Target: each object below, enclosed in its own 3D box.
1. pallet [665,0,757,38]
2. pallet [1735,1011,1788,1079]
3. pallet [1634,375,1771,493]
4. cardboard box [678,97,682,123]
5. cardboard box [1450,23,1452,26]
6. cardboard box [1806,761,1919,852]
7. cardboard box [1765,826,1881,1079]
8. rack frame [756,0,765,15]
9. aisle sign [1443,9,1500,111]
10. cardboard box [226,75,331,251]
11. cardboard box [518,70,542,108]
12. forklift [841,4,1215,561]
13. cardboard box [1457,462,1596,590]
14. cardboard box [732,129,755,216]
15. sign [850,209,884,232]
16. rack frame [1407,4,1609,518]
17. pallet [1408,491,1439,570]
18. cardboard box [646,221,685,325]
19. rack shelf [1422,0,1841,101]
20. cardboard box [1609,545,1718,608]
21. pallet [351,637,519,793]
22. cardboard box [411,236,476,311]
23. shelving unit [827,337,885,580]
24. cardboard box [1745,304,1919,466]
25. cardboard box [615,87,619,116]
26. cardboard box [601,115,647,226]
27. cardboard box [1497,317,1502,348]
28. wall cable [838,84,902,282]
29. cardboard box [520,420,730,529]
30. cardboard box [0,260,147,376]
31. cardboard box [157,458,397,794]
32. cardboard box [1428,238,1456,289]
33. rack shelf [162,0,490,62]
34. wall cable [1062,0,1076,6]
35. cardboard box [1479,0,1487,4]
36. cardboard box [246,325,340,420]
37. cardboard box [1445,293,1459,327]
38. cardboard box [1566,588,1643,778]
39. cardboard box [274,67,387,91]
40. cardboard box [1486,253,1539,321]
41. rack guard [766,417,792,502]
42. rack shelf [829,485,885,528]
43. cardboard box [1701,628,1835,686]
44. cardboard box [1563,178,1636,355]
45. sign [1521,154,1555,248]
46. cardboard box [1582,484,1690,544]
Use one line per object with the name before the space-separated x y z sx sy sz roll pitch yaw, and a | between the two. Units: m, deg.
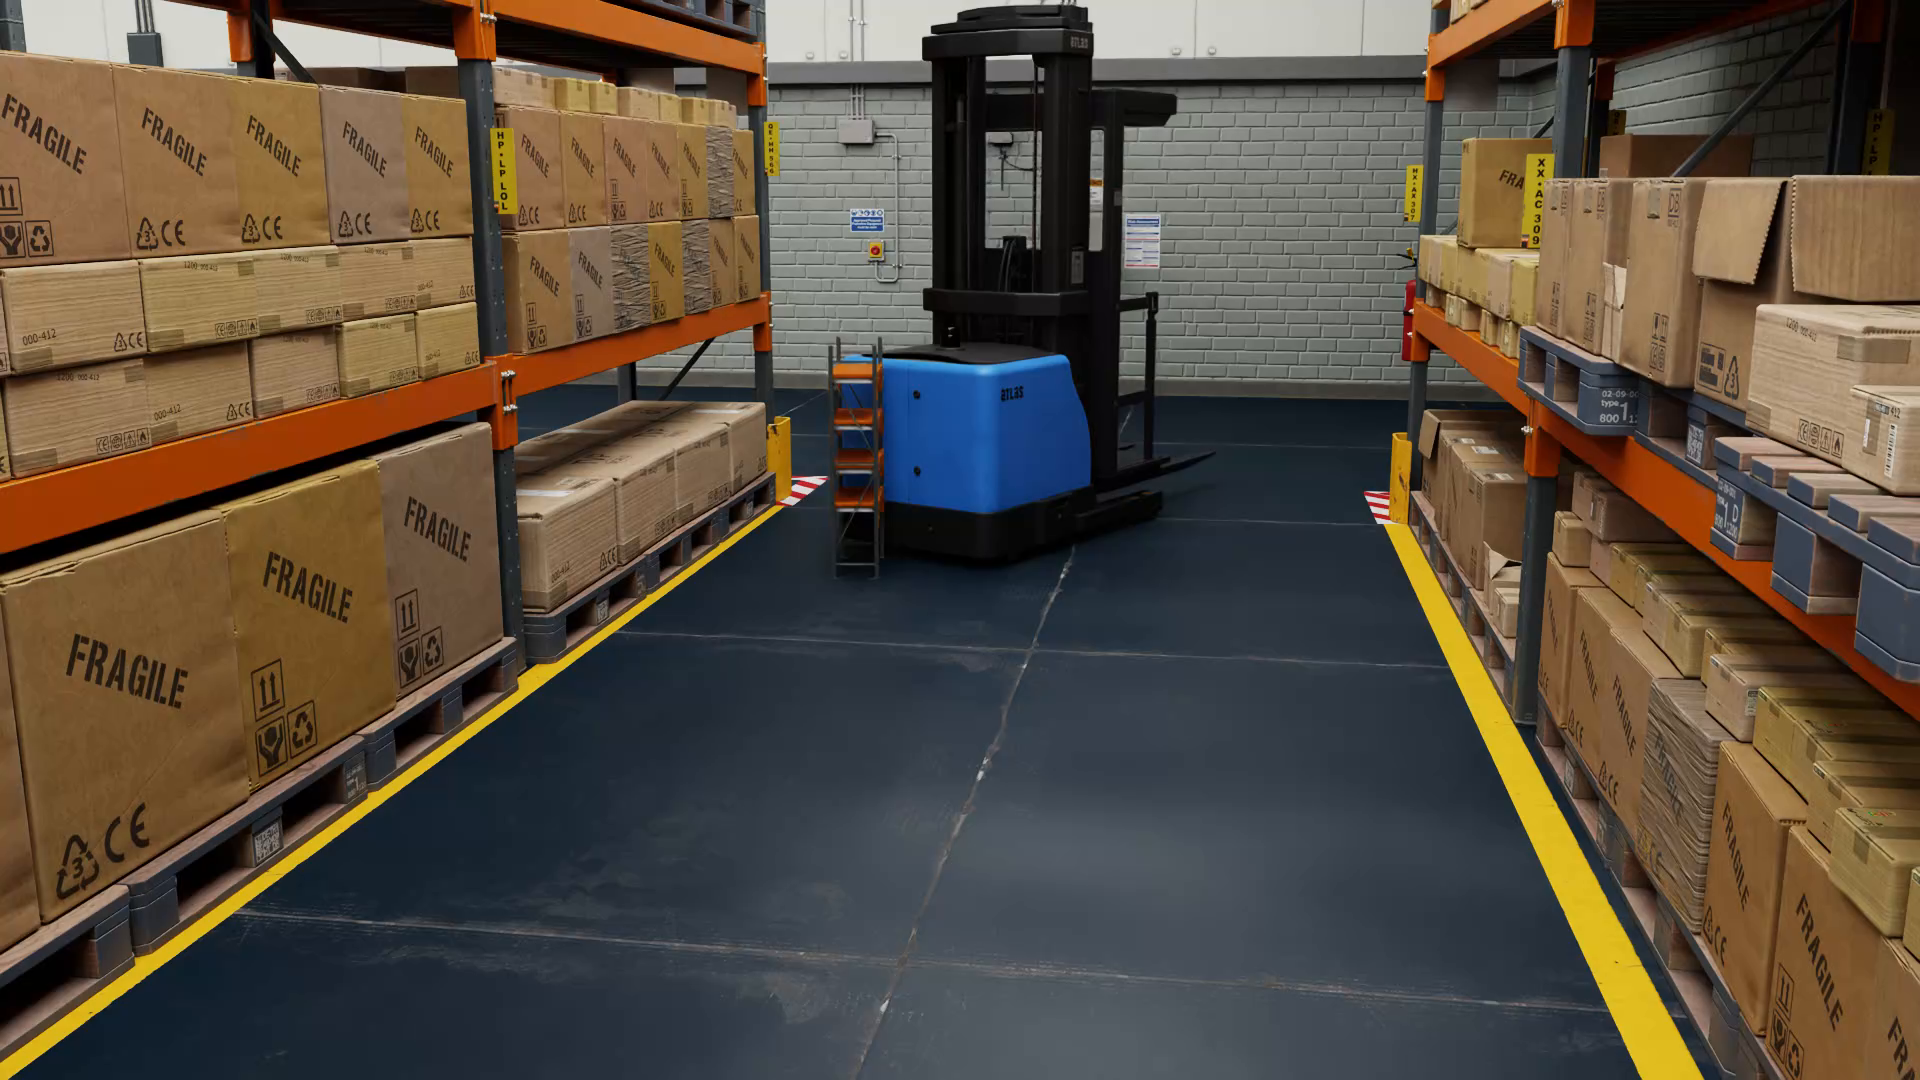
pallet | -1.804 -3.024 9.496 1.003 0.211 1.213 2 12 9
pallet | 2.127 1.279 3.060 1.003 0.211 1.213 2 12 9
pallet | 2.269 -0.242 3.950 1.003 0.211 1.213 2 12 9
cardboard box | -1.719 -2.316 8.970 0.380 0.149 0.250 2 12 8
cardboard box | 2.926 -2.880 9.215 0.380 0.149 0.250 2 12 10
cardboard box | 1.896 0.547 3.232 0.380 0.149 0.250 1 12 7
cardboard box | 1.914 0.887 3.192 0.500 0.500 0.500 2 12 8
rack frame | -1.700 -4.688 9.889 1.000 3.000 0.127 2 12 9
aisle sign | 2.925 -2.890 9.614 0.394 0.787 0.004 2 12 9
cardboard box | -2.306 -1.147 5.084 0.500 0.500 0.500 2 12 10
cardboard box | -1.987 -1.889 6.988 0.380 0.149 0.250 2 12 9
forklift | 0.580 -1.582 9.878 1.130 2.935 3.031 8 15 34
cardboard box | 2.688 -0.062 7.598 0.700 0.500 0.500 1 12 7
cardboard box | -1.539 -2.185 9.903 0.500 0.500 0.500 2 12 11
sign | -0.894 -3.077 16.009 0.327 0.218 0.001 2 12 9
rack frame | 3.205 -1.596 9.778 1.000 3.000 0.127 2 12 9
pallet | 3.072 -0.051 9.228 1.003 0.211 1.213 2 12 9
cardboard box | -1.741 -1.376 8.523 0.500 0.500 0.500 2 12 10
rack shelf | 2.897 -2.294 7.606 1.077 0.370 4.000 2 12 9
cardboard box | 2.277 0.116 5.230 0.380 0.149 0.250 1 12 6
pallet | -2.360 0.603 6.194 1.003 0.211 1.213 2 12 9
cardboard box | -2.143 -0.995 6.158 0.500 0.250 0.500 2 12 9
shelving unit | -0.534 -0.434 8.659 0.258 1.200 0.503 0 12 1
cardboard box | 1.817 -0.292 3.090 0.500 0.250 0.500 1 12 6
cardboard box | -1.864 -2.103 7.980 0.380 0.149 0.250 2 12 8
cardboard box | -1.829 -1.763 7.945 0.500 0.500 0.500 2 12 10
cardboard box | 2.491 -0.878 7.045 0.380 0.149 0.250 2 12 10
wall cable | -0.856 -3.442 15.860 0.585 1.953 0.123 2 12 9
cardboard box | -1.835 -0.377 9.208 0.875 0.438 0.875 2 12 10
cardboard box | -2.439 -0.570 4.187 0.500 0.250 0.500 2 12 8
cardboard box | -2.463 0.230 5.352 0.875 0.875 0.875 2 12 10
cardboard box | 2.792 -1.477 8.878 0.500 0.250 0.500 2 12 9
rack shelf | -2.623 -1.621 4.485 1.077 0.370 4.000 2 12 9
wall cable | 2.386 -5.777 14.850 2.988 3.039 0.133 2 12 9
cardboard box | 2.561 -2.512 7.508 0.380 0.149 0.250 2 12 10
cardboard box | -2.311 -0.538 5.225 0.500 0.250 0.500 2 12 7
cardboard box | 2.636 -1.147 8.291 0.380 0.149 0.250 2 12 7
cardboard box | 2.221 0.458 5.184 0.500 0.500 0.500 2 12 8
cardboard box | -2.583 -1.852 6.818 0.380 0.149 0.250 2 12 7
cardboard box | 2.489 -1.054 6.913 0.500 0.250 0.500 2 12 9
rack guard | -1.697 -0.539 10.807 1.175 0.500 0.348 2 12 9
rack shelf | -0.534 -0.174 8.715 0.258 0.148 0.480 0 12 1
cardboard box | 2.120 0.334 4.223 0.380 0.149 0.250 2 12 9
cardboard box | 2.215 -0.816 4.926 0.700 0.500 0.500 2 12 9
sign | 2.052 -1.202 5.897 0.100 0.325 0.005 2 12 9
cardboard box | 2.279 -0.087 5.469 0.380 0.149 0.250 1 12 6
